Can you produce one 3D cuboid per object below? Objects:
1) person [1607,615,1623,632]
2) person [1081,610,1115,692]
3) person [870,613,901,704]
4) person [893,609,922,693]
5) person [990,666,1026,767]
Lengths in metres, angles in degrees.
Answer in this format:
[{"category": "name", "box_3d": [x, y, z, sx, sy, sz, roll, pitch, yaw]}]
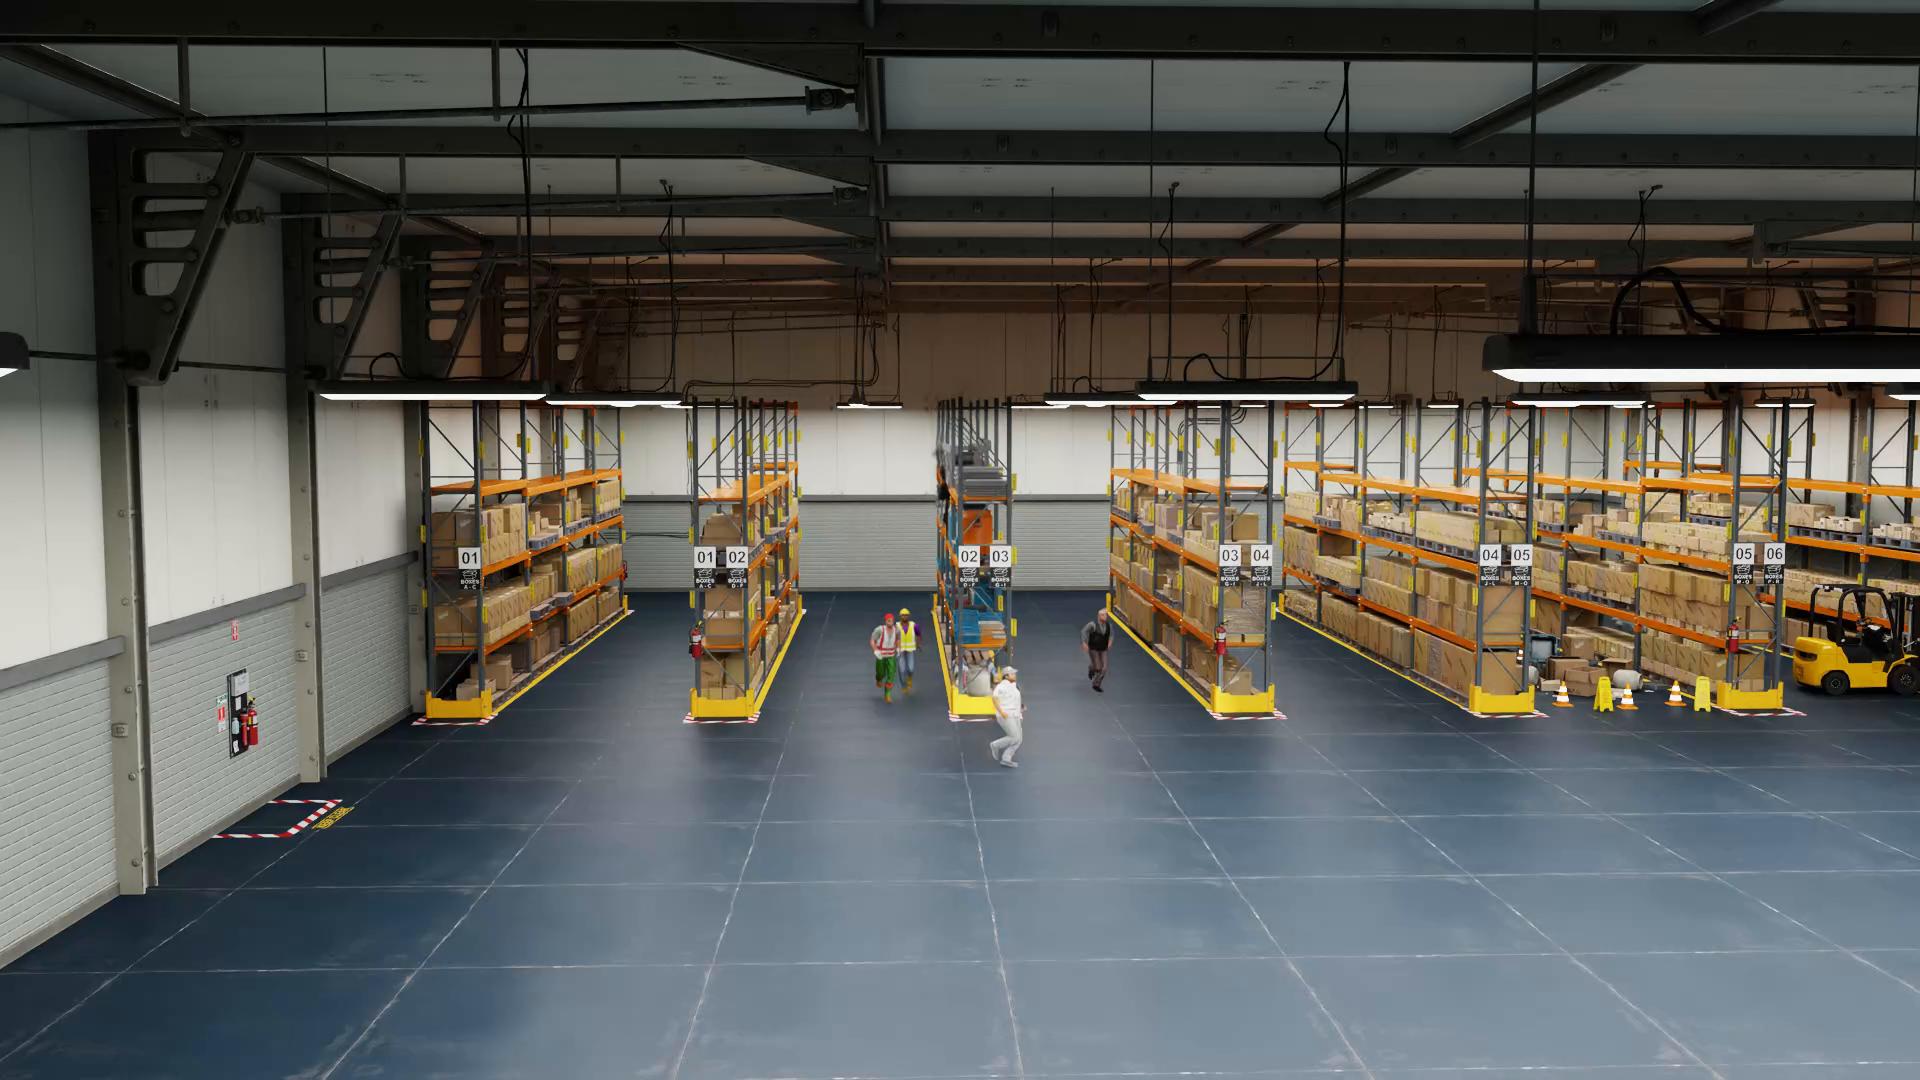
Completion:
[{"category": "person", "box_3d": [16.802, 1.575, 42.467, 0.654, 1.743, 0.532, 0, 4, -6]}, {"category": "person", "box_3d": [2.845, 2.271, 34.133, 0.693, 1.678, 0.681, -1, 5, -19]}, {"category": "person", "box_3d": [-1.476, 2.315, 33.032, 0.659, 1.766, 0.986, -1, 5, -17]}, {"category": "person", "box_3d": [-1.106, 2.255, 33.778, 0.700, 1.720, 0.576, -1, 4, -7]}, {"category": "person", "box_3d": [0.787, 2.846, 26.814, 0.531, 1.628, 0.657, 2, 5, 26]}]
